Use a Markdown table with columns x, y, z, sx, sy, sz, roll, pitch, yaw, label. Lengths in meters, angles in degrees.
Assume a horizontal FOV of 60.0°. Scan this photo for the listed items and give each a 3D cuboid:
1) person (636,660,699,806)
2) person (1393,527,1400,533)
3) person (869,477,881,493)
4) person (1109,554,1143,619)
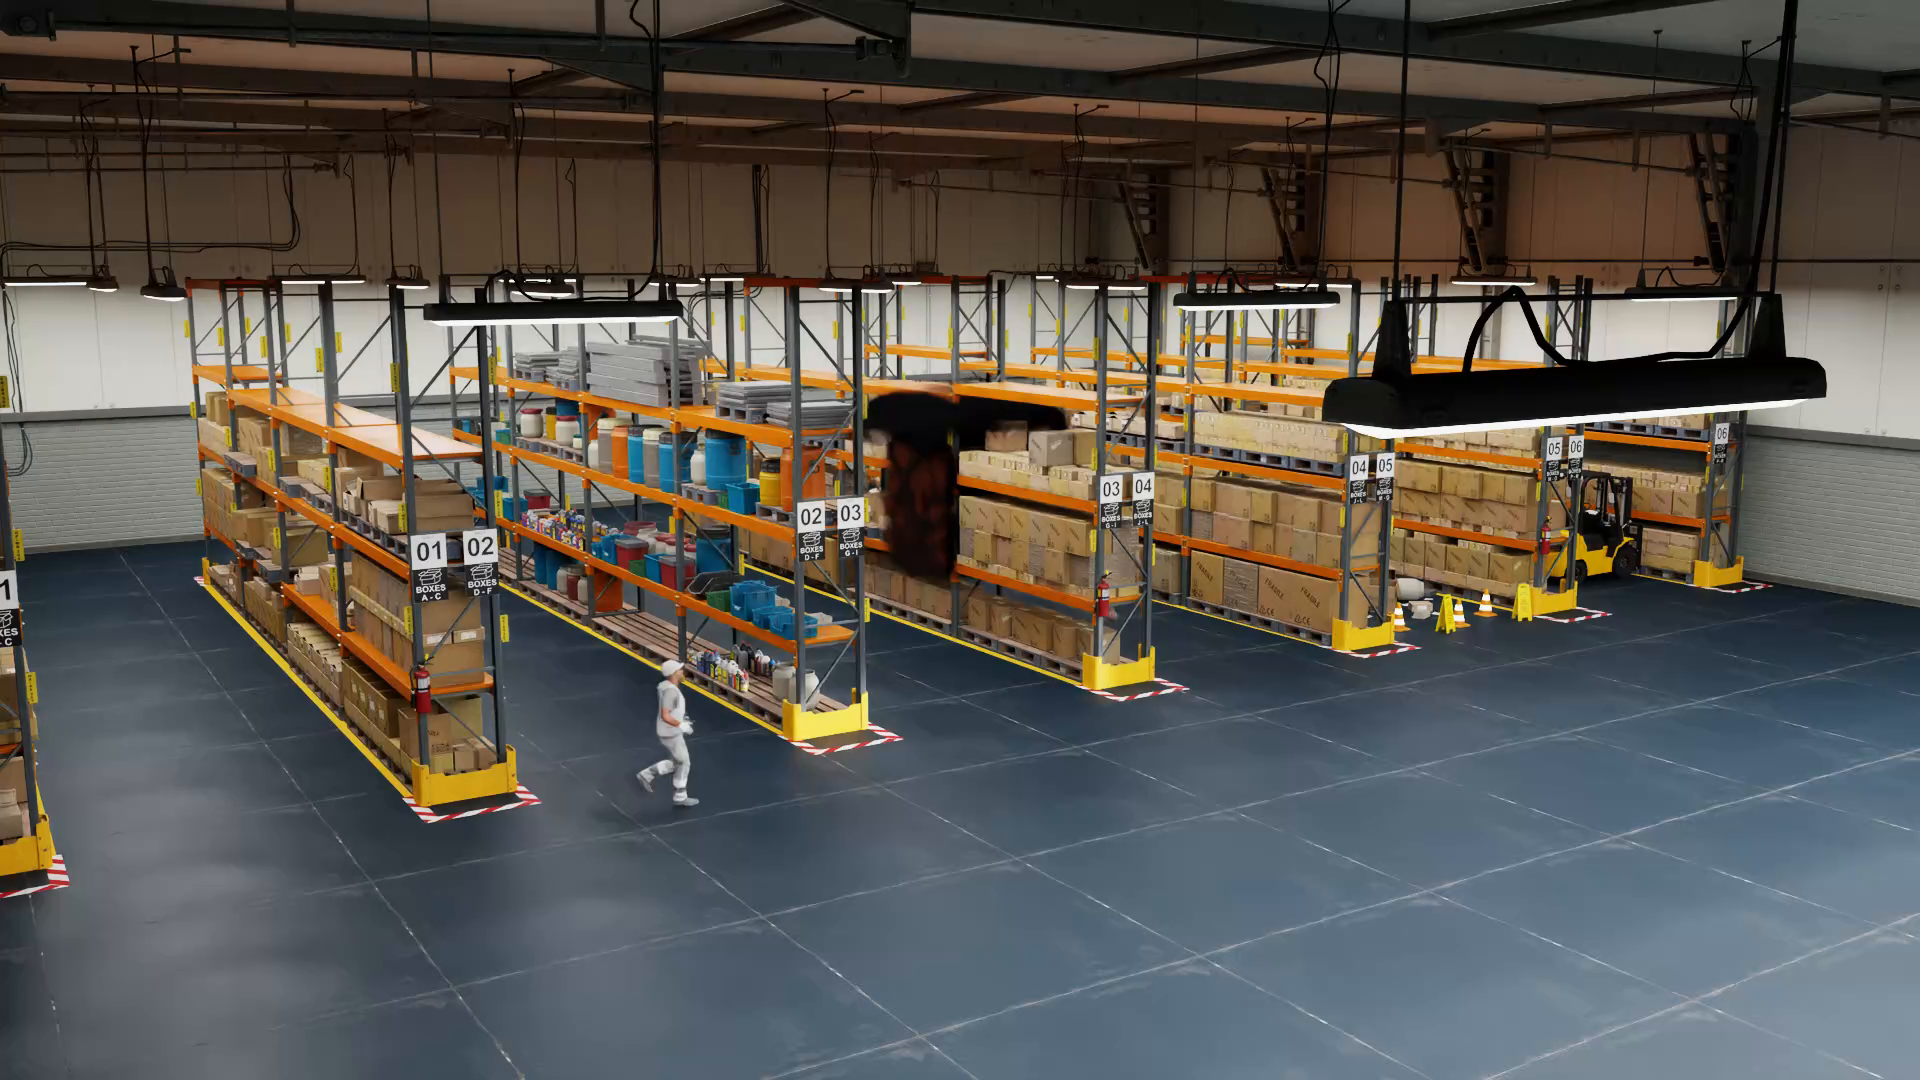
| x | y | z | sx | sy | sz | roll | pitch | yaw | label |
| --- | --- | --- | --- | --- | --- | --- | --- | --- | --- |
| -3.405 | 2.262 | 19.340 | 0.694 | 1.764 | 0.663 | -2 | 10 | -13 | person |
| 9.507 | -0.408 | 35.646 | 0.560 | 1.616 | 0.734 | -9 | 13 | -42 | person |
| -1.730 | -0.430 | 35.230 | 0.674 | 1.847 | 0.933 | -6 | 11 | -32 | person |
| 2.749 | 0.513 | 28.315 | 0.777 | 1.653 | 0.572 | 9 | 13 | 42 | person |
